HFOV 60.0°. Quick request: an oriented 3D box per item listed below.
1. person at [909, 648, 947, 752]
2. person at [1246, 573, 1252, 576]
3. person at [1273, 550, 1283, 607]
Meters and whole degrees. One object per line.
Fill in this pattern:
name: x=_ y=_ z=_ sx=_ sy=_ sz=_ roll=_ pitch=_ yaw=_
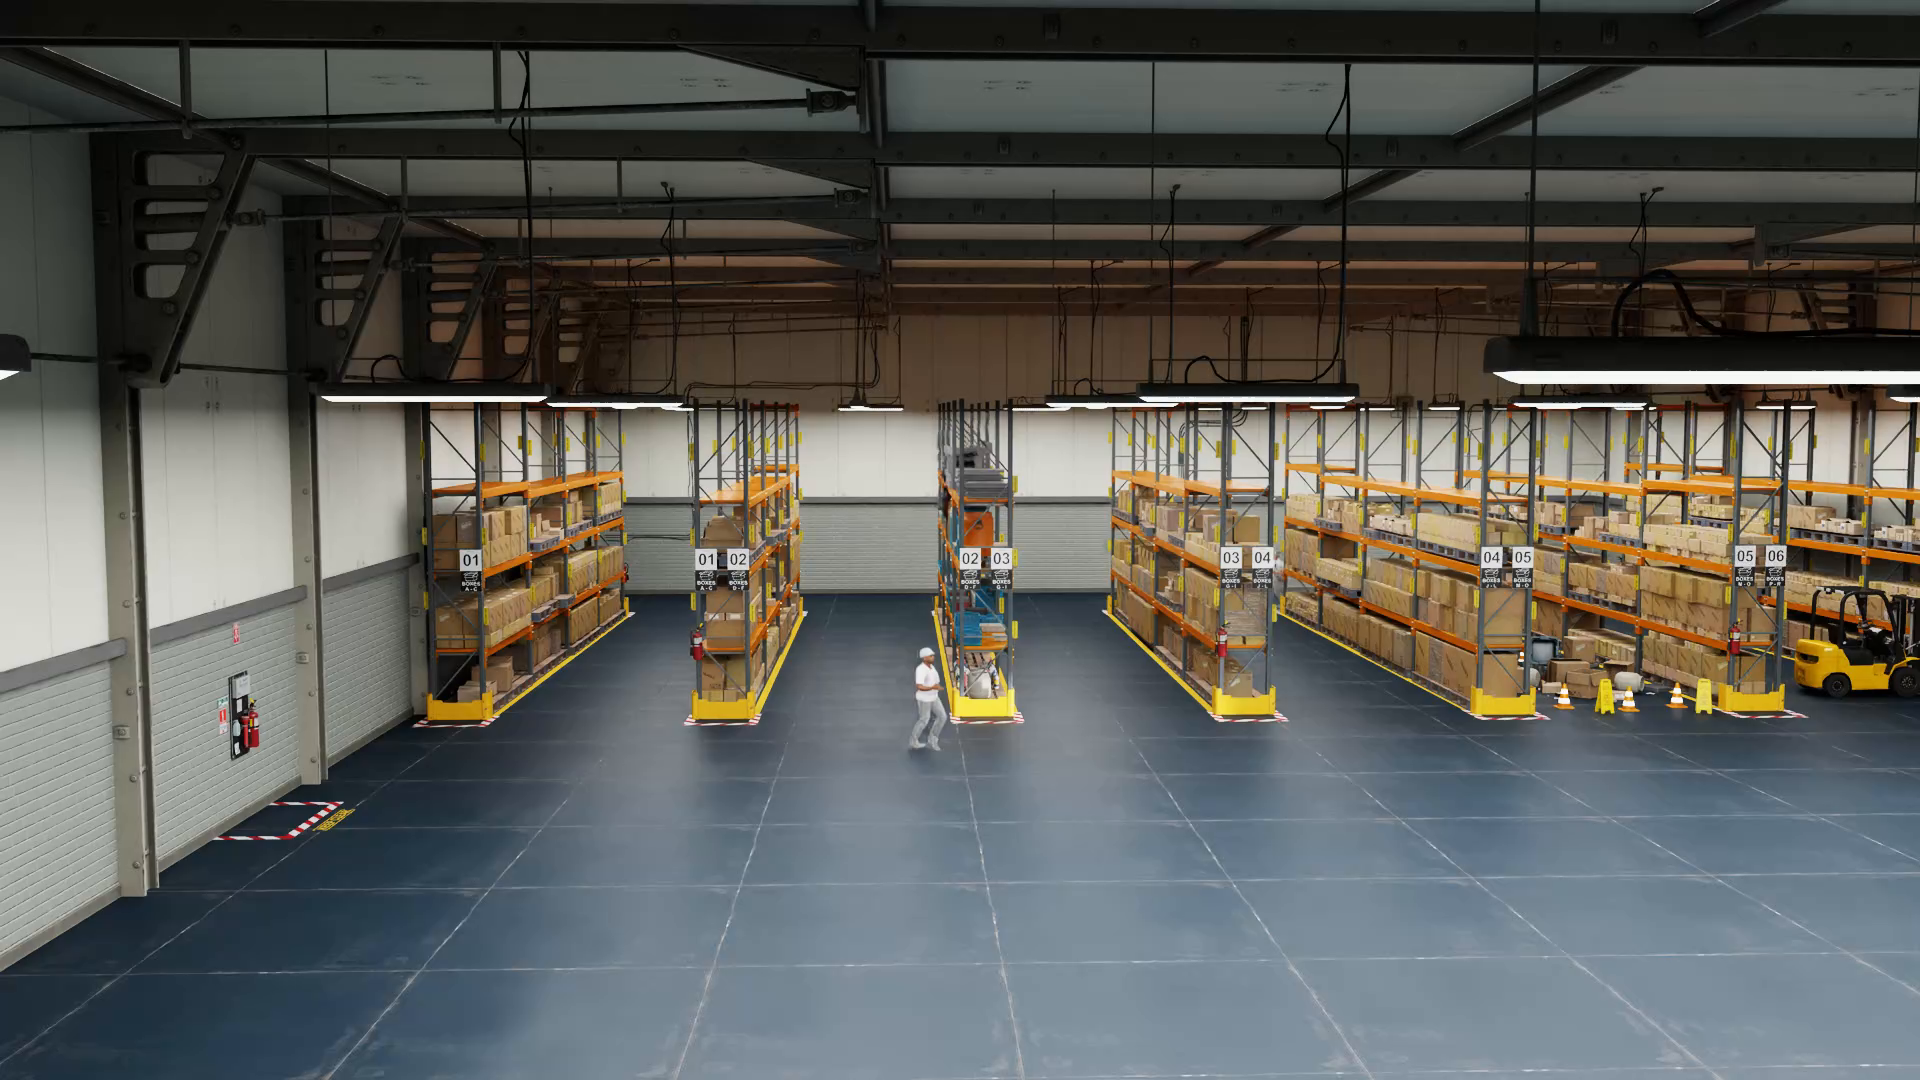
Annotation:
person: x=-0.533 y=2.717 z=28.125 sx=0.738 sy=1.806 sz=0.671 roll=2 pitch=5 yaw=28
person: x=8.168 y=1.277 z=48.247 sx=0.719 sy=1.590 sz=0.563 roll=2 pitch=5 yaw=25
person: x=9.278 y=1.177 z=48.760 sx=0.762 sy=1.799 sz=0.739 roll=-2 pitch=5 yaw=-23
